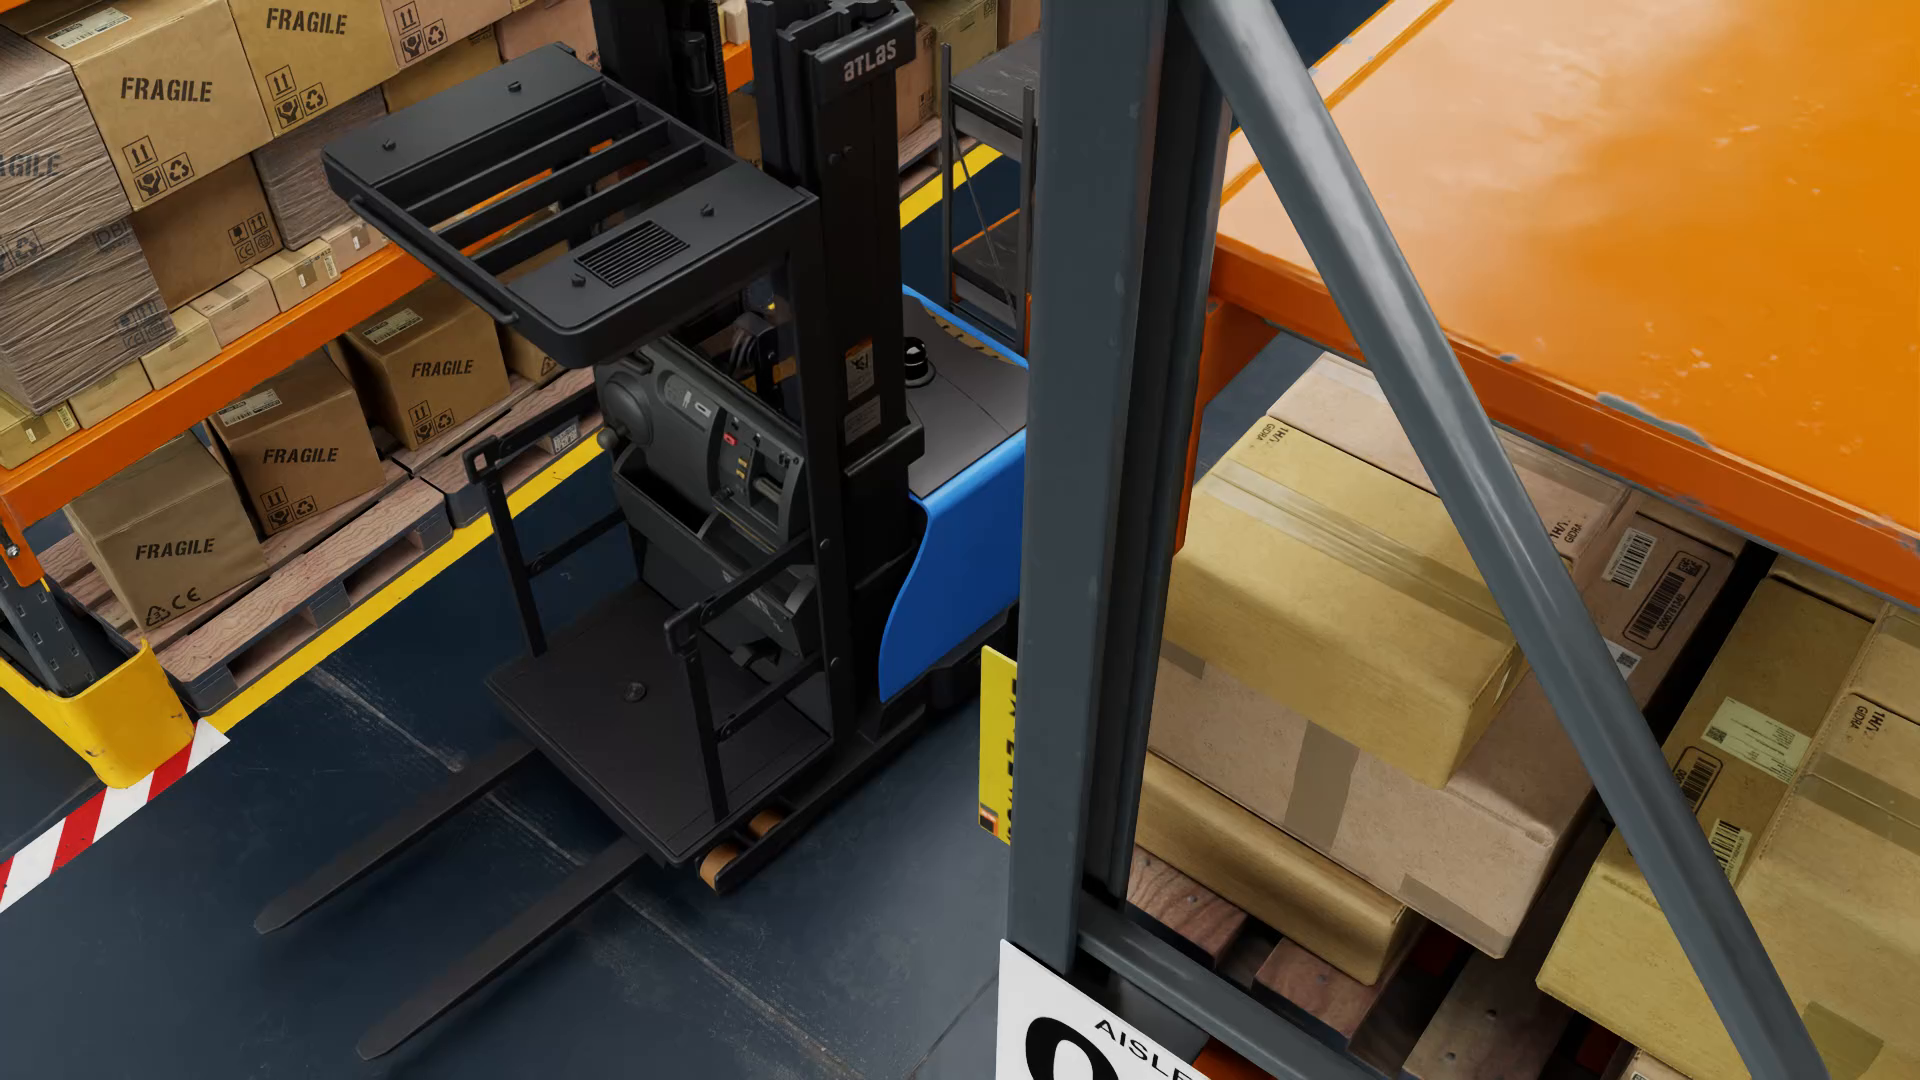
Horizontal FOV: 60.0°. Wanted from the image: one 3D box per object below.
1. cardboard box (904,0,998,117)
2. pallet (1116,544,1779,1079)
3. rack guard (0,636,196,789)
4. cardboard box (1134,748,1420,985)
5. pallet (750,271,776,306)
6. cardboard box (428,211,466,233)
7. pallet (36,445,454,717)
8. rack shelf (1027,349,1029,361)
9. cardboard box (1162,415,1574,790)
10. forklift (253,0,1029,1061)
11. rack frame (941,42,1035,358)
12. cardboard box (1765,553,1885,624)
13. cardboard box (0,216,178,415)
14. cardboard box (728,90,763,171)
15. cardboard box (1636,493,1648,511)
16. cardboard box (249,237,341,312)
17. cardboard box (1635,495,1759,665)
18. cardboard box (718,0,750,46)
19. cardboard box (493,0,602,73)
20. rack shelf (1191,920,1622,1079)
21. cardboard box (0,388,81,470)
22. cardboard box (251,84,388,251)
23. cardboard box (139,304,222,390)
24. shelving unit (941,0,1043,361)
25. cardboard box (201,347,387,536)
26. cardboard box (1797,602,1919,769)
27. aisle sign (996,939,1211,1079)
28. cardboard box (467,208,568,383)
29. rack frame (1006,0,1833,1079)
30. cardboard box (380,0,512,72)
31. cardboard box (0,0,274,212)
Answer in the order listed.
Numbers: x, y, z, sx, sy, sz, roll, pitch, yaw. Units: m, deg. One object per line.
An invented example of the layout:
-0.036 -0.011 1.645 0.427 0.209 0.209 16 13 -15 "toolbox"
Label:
-0.235 -2.629 8.612 0.700 0.500 0.500 29 53 25 "cardboard box"
0.929 0.371 2.308 1.003 0.211 1.213 29 53 25 "pallet"
-3.333 0.375 6.046 1.175 0.500 0.348 29 53 25 "rack guard"
0.419 0.336 2.094 0.380 0.149 0.250 29 53 25 "cardboard box"
-1.316 -1.371 7.914 1.003 0.211 1.213 29 53 25 "pallet"
-2.023 -1.232 6.026 0.380 0.149 0.250 29 53 25 "cardboard box"
-2.808 0.025 6.580 1.003 0.211 1.213 29 53 25 "pallet"
0.256 -0.416 6.682 0.431 0.518 0.480 35 56 29 "rack shelf"
0.421 0.058 1.808 0.380 0.149 0.250 30 53 25 "cardboard box"
-0.950 -0.255 4.966 1.130 2.935 3.031 35 56 29 "forklift"
0.085 -0.783 6.046 0.400 2.100 0.015 35 56 29 "rack frame"
1.291 0.085 2.059 0.500 0.250 0.500 29 53 25 "cardboard box"
-3.021 -0.885 5.246 0.875 0.500 0.500 29 53 25 "cardboard box"
-1.210 -1.805 7.838 0.500 0.500 0.500 28 52 24 "cardboard box"
0.732 -0.231 2.084 0.380 0.149 0.250 30 53 26 "cardboard box"
-2.389 -0.979 5.785 0.380 0.149 0.250 29 53 25 "cardboard box"
0.869 -0.151 2.284 0.500 0.250 0.500 29 53 25 "cardboard box"
-0.993 -2.256 7.004 0.380 0.149 0.250 29 53 25 "cardboard box"
-1.817 -2.040 6.350 0.875 0.500 0.500 29 53 25 "cardboard box"
1.707 -0.127 3.220 1.077 0.370 4.000 29 53 25 "rack shelf"
-3.016 -0.416 5.247 0.380 0.149 0.250 29 53 25 "cardboard box"
-2.471 -1.491 5.825 0.875 0.500 0.500 29 53 25 "cardboard box"
-2.684 -0.687 5.506 0.380 0.149 0.250 29 53 25 "cardboard box"
0.256 -0.909 6.166 0.431 2.100 0.503 35 56 29 "shelving unit"
-2.646 -0.434 6.529 0.500 0.500 0.500 -29 53 -25 "cardboard box"
1.094 0.208 1.666 0.380 0.149 0.250 29 53 25 "cardboard box"
0.203 0.815 2.099 0.394 0.787 0.004 29 53 25 "aisle sign"
-1.872 -1.084 7.149 0.500 0.500 0.500 25 51 22 "cardboard box"
0.484 -0.267 0.782 1.000 3.000 0.127 29 53 25 "rack frame"
-1.911 -1.981 5.601 0.500 0.500 0.500 29 53 25 "cardboard box"
-2.516 -1.405 5.052 0.500 0.500 0.500 29 53 25 "cardboard box"
